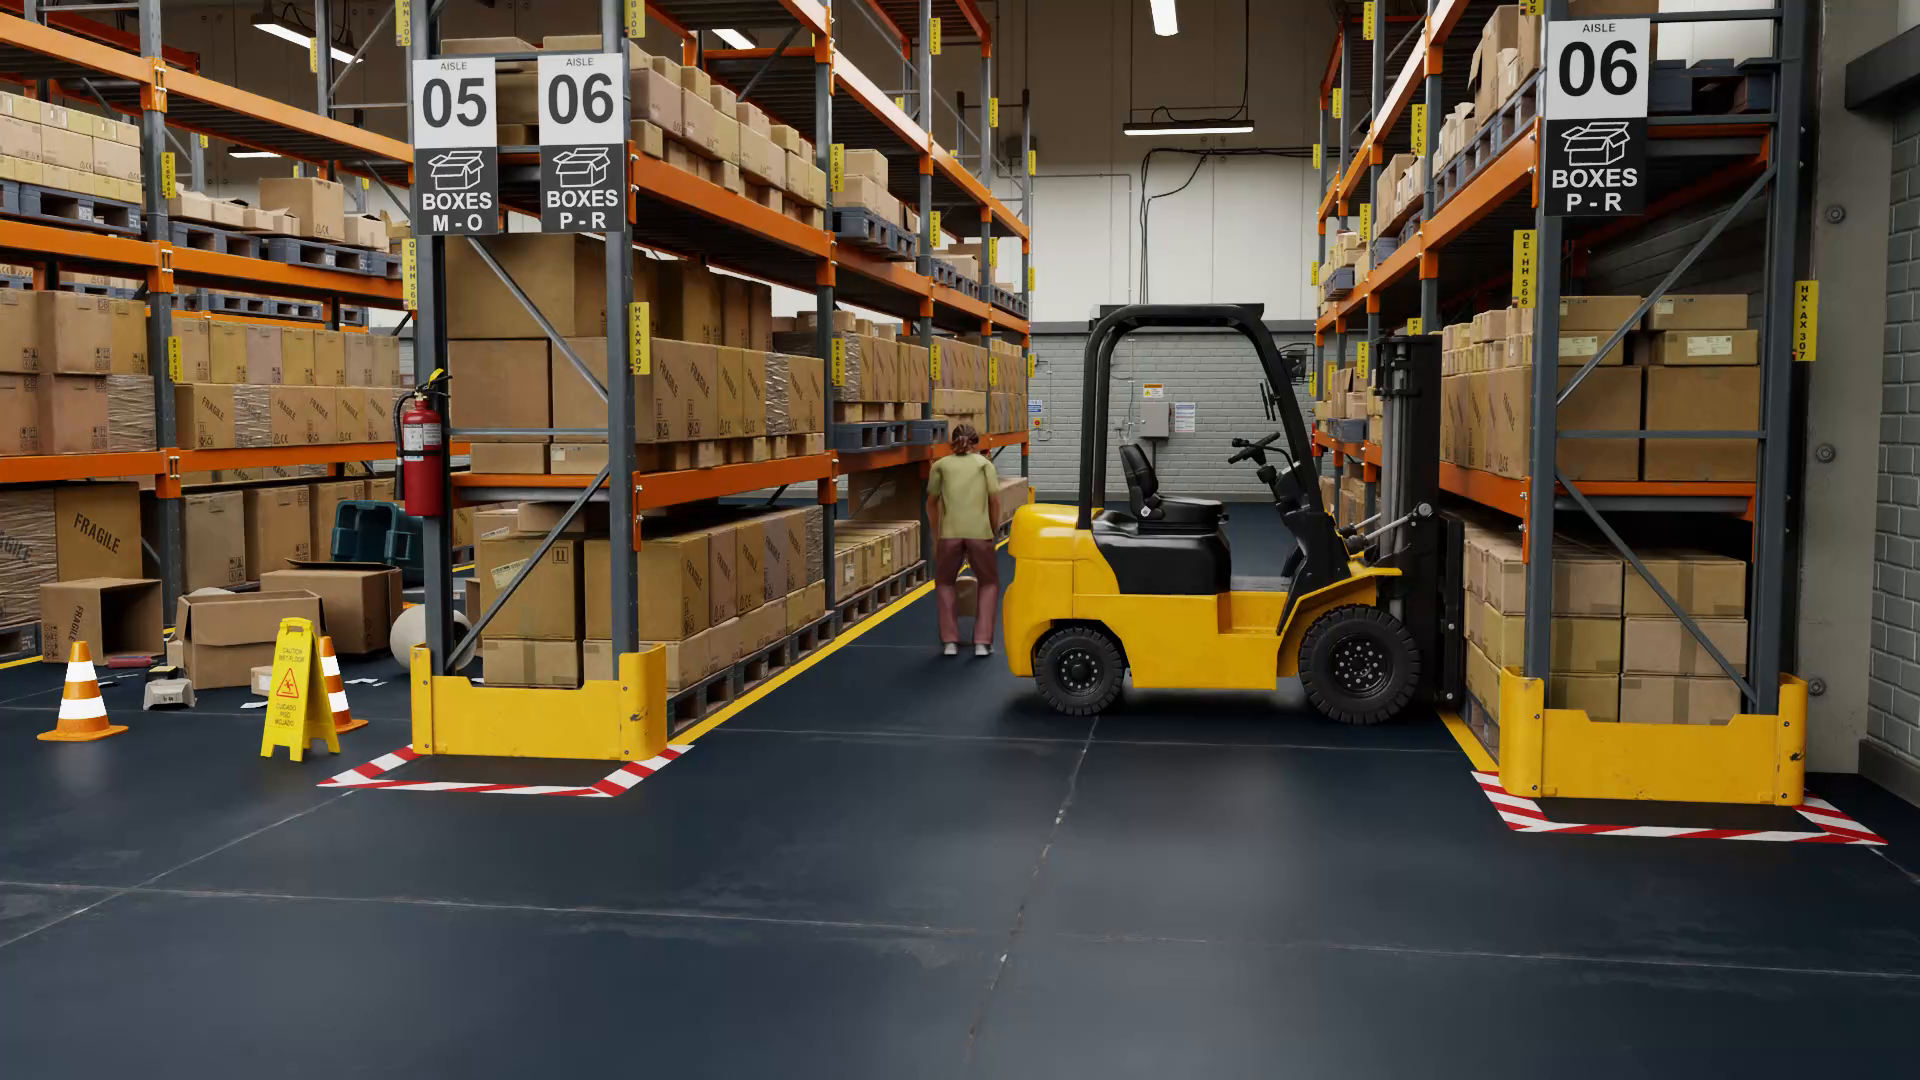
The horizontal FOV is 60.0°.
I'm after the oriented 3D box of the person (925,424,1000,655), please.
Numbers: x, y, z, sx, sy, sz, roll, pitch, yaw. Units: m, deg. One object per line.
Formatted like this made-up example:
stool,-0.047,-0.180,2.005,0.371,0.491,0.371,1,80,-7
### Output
person,0.016,-0.003,10.963,0.498,1.515,0.533,1,5,7
